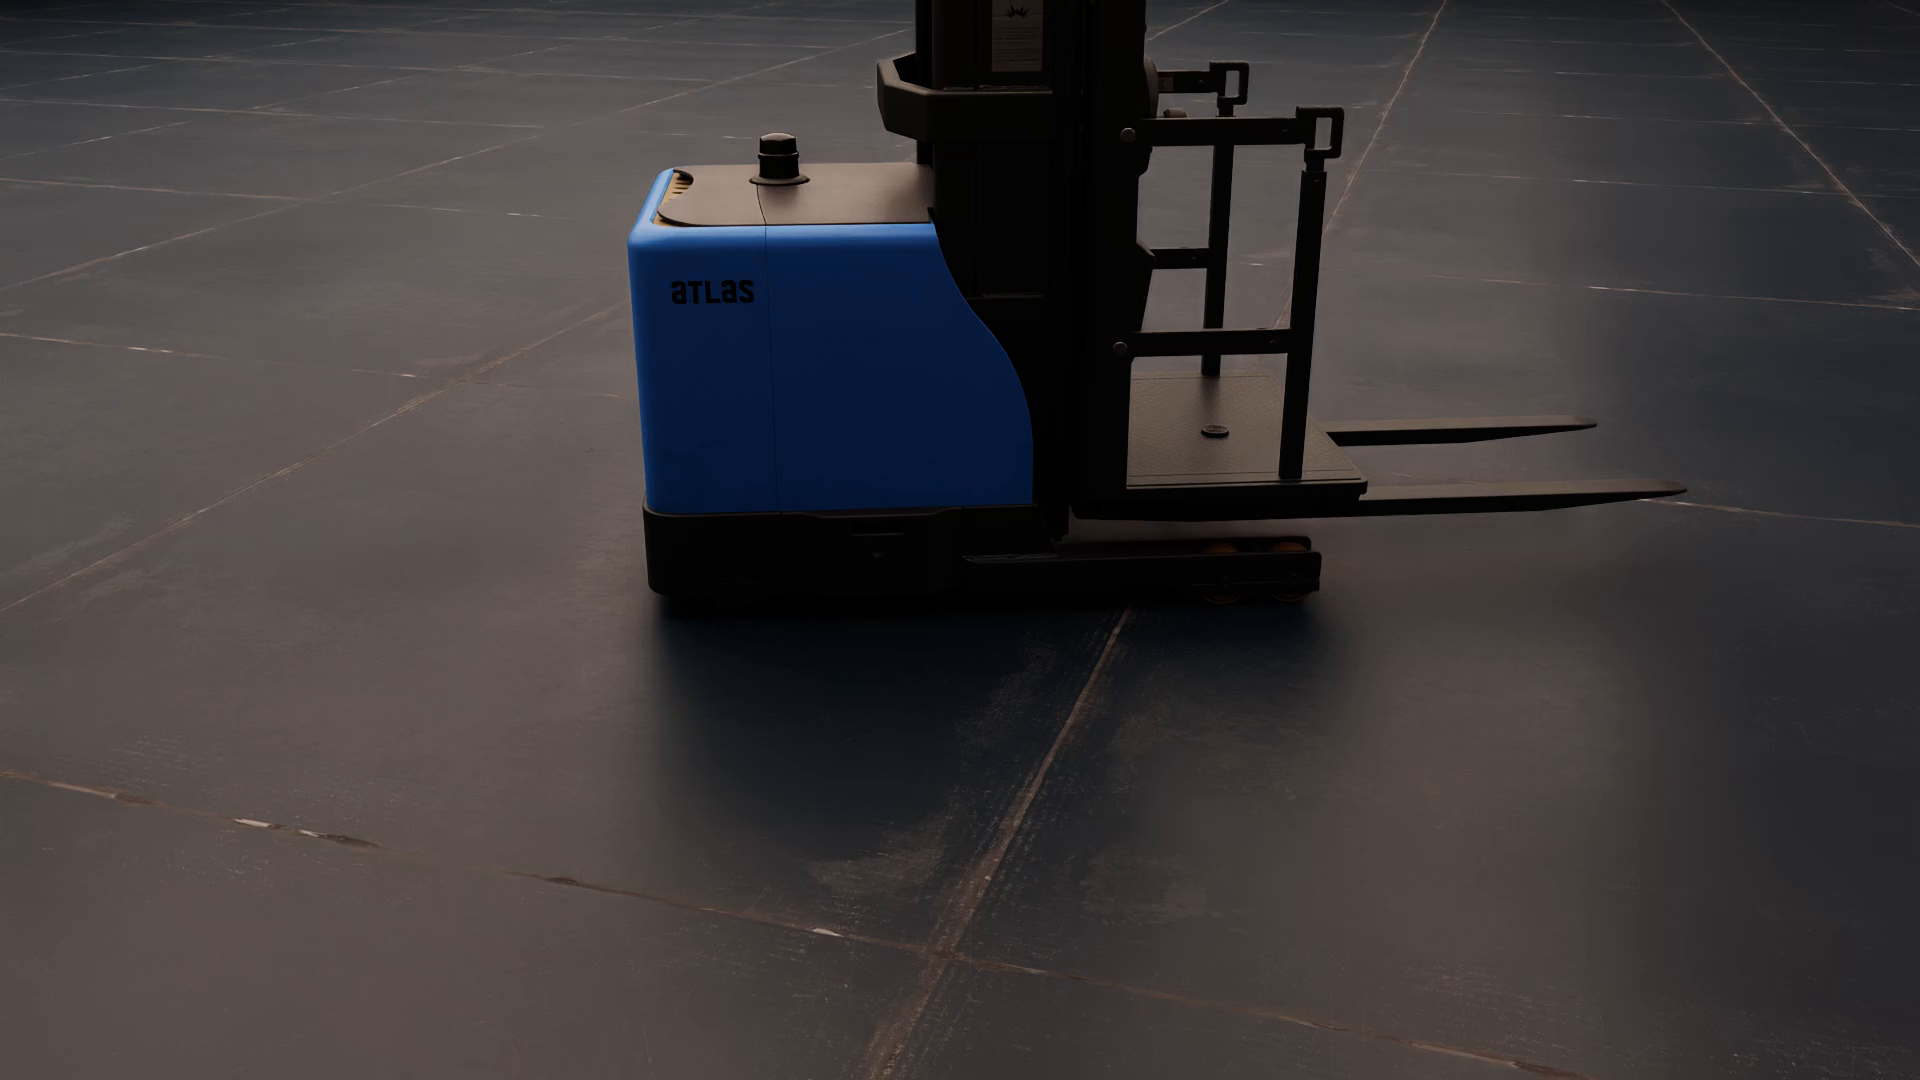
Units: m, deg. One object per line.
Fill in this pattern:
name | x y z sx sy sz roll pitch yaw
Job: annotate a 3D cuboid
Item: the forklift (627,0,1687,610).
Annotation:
forklift | 0.606 -1.374 4.608 3.031 2.935 1.130 -2 23 -4
